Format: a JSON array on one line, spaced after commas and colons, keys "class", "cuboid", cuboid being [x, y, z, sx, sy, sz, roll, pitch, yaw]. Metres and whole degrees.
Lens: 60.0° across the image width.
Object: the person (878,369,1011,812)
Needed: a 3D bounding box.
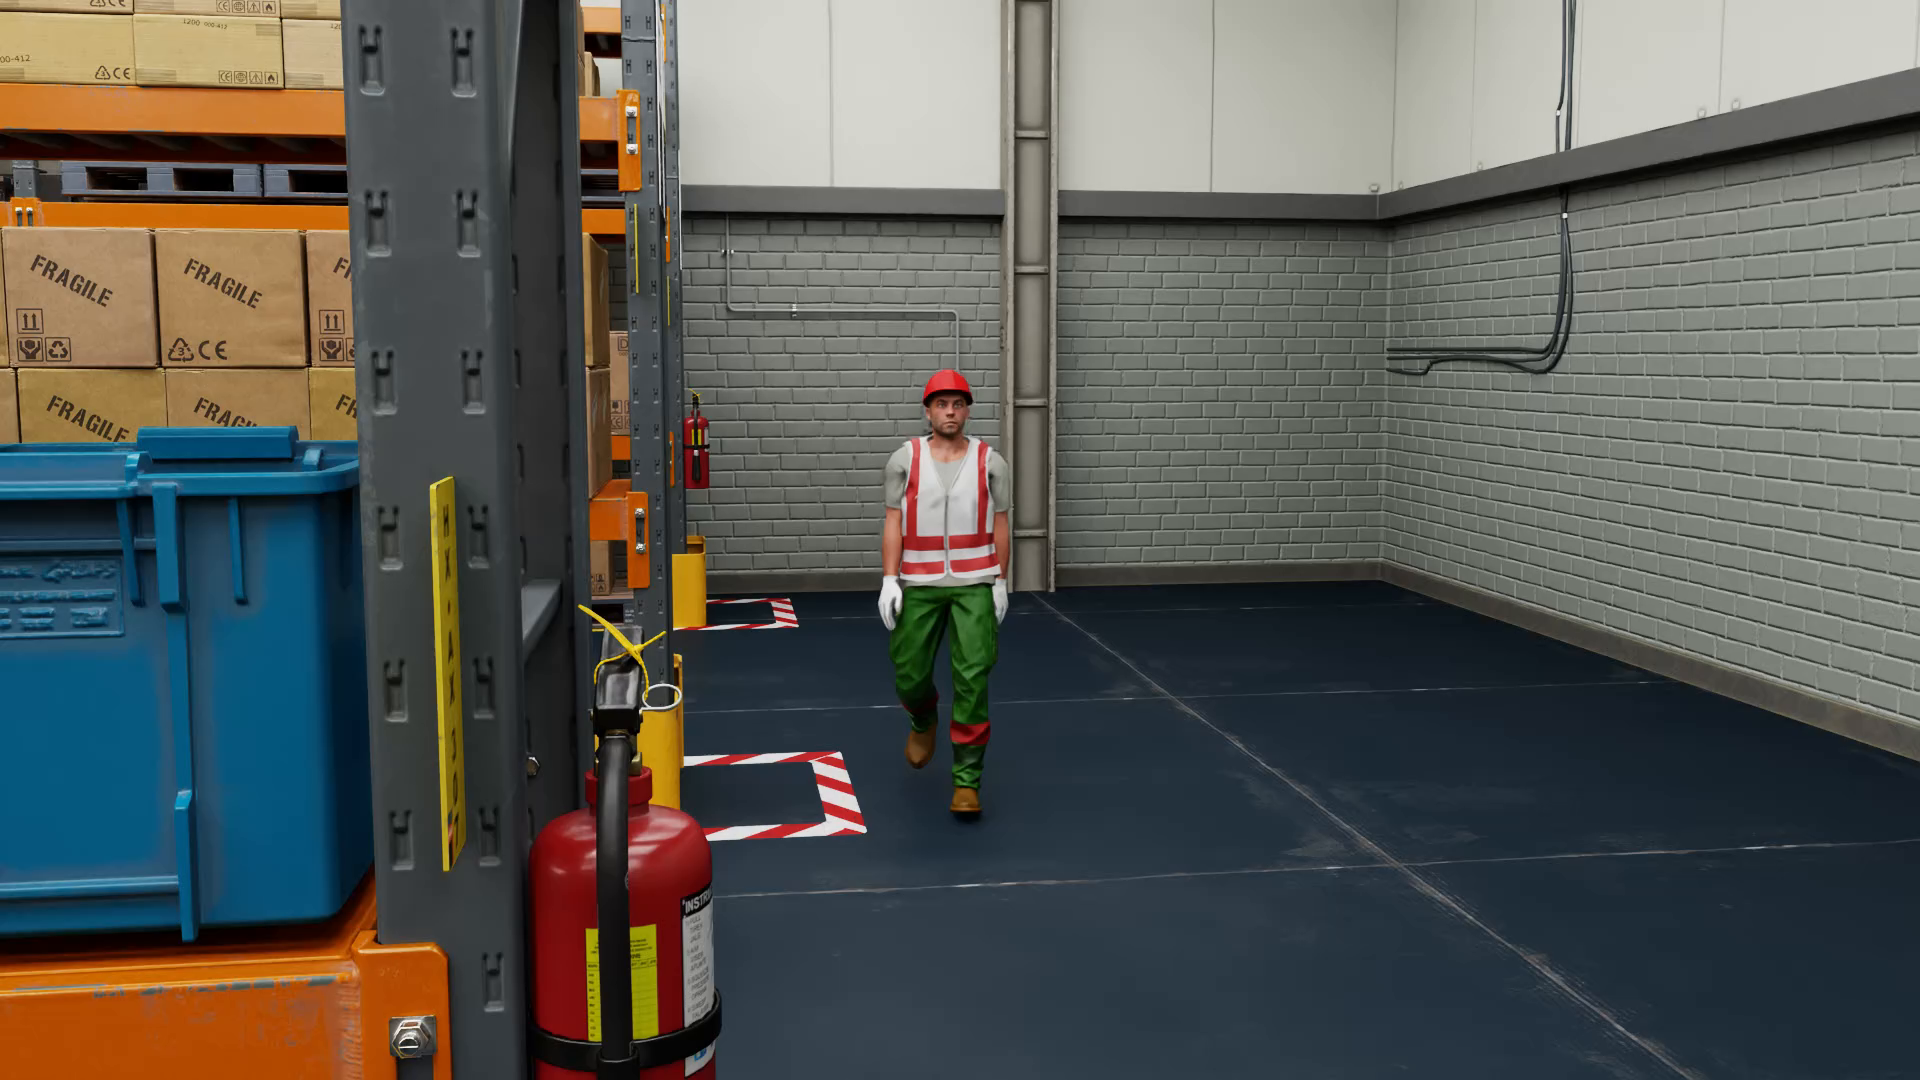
[{"class": "person", "cuboid": [-0.061, 0.187, 6.833, 0.539, 1.772, 0.742, 0, 6, 2]}]
